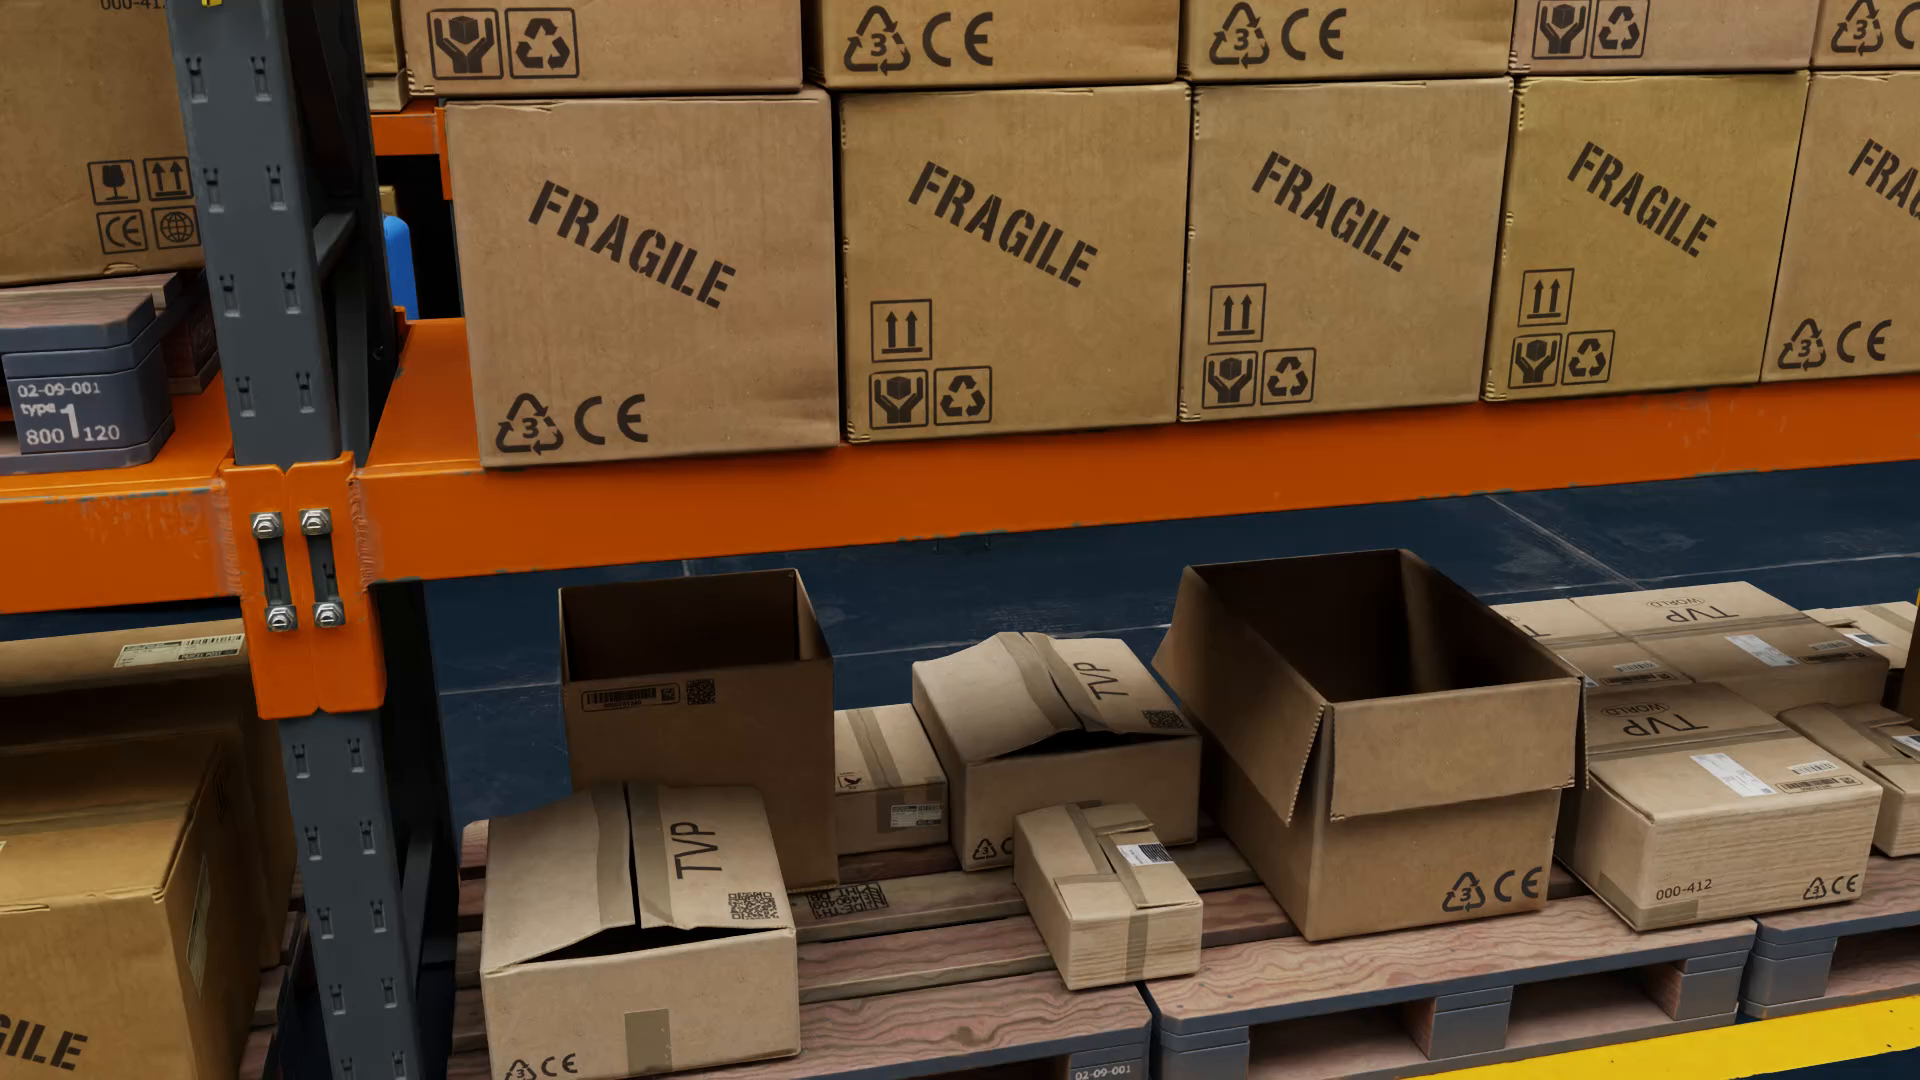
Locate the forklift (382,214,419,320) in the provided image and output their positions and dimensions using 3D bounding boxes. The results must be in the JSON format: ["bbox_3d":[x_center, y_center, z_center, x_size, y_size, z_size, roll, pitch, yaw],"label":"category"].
[{"bbox_3d":[-3.403,-1.330,5.185,3.031,2.935,1.130,-1,20,-2],"label":"forklift"}]

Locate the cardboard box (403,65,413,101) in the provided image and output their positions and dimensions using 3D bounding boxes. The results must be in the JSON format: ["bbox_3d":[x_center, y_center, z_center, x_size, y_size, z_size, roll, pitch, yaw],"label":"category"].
[{"bbox_3d":[-2.541,-2.024,7.315,0.250,0.149,0.380,-5,21,-14],"label":"cardboard box"}]

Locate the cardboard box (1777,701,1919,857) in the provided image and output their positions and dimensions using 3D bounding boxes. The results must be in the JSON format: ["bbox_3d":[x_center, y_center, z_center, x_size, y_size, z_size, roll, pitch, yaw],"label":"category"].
[{"bbox_3d":[1.979,0.500,3.569,0.250,0.166,0.380,-5,21,-12],"label":"cardboard box"}]

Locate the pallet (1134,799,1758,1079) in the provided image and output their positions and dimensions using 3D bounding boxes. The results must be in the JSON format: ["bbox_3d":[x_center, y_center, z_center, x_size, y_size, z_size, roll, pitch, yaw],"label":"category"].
[{"bbox_3d":[0.832,0.723,3.535,1.213,0.211,1.003,-5,21,-12],"label":"pallet"}]

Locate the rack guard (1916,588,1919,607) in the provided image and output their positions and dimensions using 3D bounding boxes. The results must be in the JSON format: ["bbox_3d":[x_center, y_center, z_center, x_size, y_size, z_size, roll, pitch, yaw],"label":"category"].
[{"bbox_3d":[2.793,0.428,3.918,0.348,0.500,1.175,-5,21,-12],"label":"rack guard"}]

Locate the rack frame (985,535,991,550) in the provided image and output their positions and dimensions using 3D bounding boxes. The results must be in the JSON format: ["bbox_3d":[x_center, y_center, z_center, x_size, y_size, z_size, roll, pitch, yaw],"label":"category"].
[{"bbox_3d":[0.075,-0.569,5.625,0.006,1.200,0.240,-5,21,-12],"label":"rack frame"}]

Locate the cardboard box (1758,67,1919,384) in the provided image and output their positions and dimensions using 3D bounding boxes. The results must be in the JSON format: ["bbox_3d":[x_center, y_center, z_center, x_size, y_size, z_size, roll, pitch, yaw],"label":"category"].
[{"bbox_3d":[1.503,-0.592,2.924,0.500,0.500,0.500,-4,21,-12],"label":"cardboard box"}]

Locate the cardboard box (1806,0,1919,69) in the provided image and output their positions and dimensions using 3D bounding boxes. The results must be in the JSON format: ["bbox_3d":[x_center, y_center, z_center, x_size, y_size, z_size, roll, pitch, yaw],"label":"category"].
[{"bbox_3d":[1.502,-1.058,2.742,0.500,0.500,0.500,-4,21,-11],"label":"cardboard box"}]

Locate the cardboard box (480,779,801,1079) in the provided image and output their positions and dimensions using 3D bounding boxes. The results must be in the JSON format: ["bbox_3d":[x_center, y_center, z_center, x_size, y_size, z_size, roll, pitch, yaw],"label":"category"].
[{"bbox_3d":[-0.568,0.660,2.920,0.500,0.311,0.500,-5,21,-12],"label":"cardboard box"}]

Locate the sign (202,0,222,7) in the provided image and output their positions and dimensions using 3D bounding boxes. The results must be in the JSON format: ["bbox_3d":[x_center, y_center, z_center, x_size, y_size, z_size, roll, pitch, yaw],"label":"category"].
[{"bbox_3d":[-0.895,-0.793,1.935,0.005,0.325,0.100,-5,21,-12],"label":"sign"}]

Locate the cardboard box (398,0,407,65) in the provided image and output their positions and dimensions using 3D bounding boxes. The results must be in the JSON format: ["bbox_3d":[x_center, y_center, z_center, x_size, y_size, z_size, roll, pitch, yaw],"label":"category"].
[{"bbox_3d":[-2.675,-2.337,7.225,0.500,0.500,0.500,-5,21,-14],"label":"cardboard box"}]

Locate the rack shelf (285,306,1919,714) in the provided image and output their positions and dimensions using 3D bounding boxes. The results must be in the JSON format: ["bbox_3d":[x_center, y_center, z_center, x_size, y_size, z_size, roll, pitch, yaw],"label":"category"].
[{"bbox_3d":[0.920,-0.255,3.196,4.000,0.370,1.077,-5,21,-12],"label":"rack shelf"}]

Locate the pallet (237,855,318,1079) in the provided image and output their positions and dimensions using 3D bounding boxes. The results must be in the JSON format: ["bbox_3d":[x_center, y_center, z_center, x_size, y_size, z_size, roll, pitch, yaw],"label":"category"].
[{"bbox_3d":[-1.809,0.952,2.910,1.213,0.211,1.003,-5,21,-12],"label":"pallet"}]

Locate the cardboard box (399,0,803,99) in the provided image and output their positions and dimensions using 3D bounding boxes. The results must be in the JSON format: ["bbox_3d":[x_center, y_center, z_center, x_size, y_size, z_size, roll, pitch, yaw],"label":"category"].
[{"bbox_3d":[-0.503,-0.894,2.296,0.500,0.500,0.500,-4,21,-11],"label":"cardboard box"}]

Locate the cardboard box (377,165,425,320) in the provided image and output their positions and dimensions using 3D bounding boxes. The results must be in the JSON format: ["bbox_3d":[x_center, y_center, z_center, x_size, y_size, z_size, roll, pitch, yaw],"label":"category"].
[{"bbox_3d":[-2.772,-1.185,7.204,0.750,0.750,0.750,-4,21,-12],"label":"cardboard box"}]

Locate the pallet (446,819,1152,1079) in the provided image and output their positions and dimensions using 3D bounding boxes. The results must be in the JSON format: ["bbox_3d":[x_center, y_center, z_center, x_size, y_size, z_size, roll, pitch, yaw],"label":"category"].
[{"bbox_3d":[-0.357,0.821,3.268,1.213,0.211,1.003,-5,21,-12],"label":"pallet"}]

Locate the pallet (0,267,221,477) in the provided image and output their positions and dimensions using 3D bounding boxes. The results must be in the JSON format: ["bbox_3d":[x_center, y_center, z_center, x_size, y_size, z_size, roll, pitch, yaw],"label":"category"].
[{"bbox_3d":[-1.829,-0.318,2.601,1.213,0.211,1.003,-5,21,-12],"label":"pallet"}]

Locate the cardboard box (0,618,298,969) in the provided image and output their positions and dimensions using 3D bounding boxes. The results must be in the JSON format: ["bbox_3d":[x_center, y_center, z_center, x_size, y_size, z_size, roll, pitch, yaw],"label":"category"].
[{"bbox_3d":[-1.553,0.489,3.113,0.500,0.500,0.500,-6,21,-15],"label":"cardboard box"}]

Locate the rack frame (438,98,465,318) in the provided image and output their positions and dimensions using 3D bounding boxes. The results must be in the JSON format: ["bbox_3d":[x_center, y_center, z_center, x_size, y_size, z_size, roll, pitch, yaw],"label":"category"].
[{"bbox_3d":[-2.169,-2.093,7.166,0.127,3.000,1.000,-5,21,-12],"label":"rack frame"}]

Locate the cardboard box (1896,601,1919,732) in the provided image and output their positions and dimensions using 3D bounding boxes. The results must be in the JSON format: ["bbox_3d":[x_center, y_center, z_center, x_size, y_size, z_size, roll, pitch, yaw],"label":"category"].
[{"bbox_3d":[2.394,0.341,3.516,0.500,0.500,0.500,-5,21,-12],"label":"cardboard box"}]

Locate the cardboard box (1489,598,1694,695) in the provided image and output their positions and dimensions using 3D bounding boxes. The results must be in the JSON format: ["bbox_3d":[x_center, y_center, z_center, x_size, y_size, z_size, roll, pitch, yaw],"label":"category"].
[{"bbox_3d":[1.299,0.360,3.828,0.500,0.250,0.500,-5,21,-12],"label":"cardboard box"}]

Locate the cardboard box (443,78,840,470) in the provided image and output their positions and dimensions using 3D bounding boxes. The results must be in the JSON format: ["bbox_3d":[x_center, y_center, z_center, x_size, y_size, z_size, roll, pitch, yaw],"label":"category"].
[{"bbox_3d":[-0.467,-0.431,2.484,0.500,0.500,0.500,-4,21,-11],"label":"cardboard box"}]

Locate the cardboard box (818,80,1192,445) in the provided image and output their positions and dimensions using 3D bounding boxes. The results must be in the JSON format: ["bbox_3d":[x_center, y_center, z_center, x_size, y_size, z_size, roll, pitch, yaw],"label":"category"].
[{"bbox_3d":[0.030,-0.472,2.598,0.500,0.500,0.500,-4,21,-12],"label":"cardboard box"}]

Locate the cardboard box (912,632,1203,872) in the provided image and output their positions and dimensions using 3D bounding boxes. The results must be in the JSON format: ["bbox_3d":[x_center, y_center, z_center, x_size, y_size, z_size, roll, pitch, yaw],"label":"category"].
[{"bbox_3d":[0.193,0.422,3.572,0.500,0.311,0.500,-5,21,-12],"label":"cardboard box"}]

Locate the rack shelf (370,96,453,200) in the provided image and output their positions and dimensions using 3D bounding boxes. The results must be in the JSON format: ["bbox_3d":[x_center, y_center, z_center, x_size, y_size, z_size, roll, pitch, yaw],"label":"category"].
[{"bbox_3d":[-4.116,-1.596,6.858,4.000,0.370,1.077,-5,21,-12],"label":"rack shelf"}]

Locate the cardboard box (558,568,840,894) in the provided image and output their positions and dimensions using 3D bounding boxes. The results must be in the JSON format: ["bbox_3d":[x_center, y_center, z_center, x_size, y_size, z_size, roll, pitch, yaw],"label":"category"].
[{"bbox_3d":[-0.537,0.392,3.377,0.500,0.500,0.500,-5,21,-12],"label":"cardboard box"}]

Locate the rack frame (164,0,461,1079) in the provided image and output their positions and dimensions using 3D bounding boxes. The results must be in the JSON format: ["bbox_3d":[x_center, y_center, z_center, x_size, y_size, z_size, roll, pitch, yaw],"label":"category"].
[{"bbox_3d":[-1.026,-0.435,2.640,0.127,3.000,1.000,-5,21,-12],"label":"rack frame"}]

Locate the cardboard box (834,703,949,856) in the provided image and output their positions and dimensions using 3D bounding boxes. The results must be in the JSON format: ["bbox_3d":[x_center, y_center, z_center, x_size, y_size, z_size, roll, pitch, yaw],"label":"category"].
[{"bbox_3d":[-0.186,0.508,3.573,0.250,0.149,0.380,-5,21,-12],"label":"cardboard box"}]

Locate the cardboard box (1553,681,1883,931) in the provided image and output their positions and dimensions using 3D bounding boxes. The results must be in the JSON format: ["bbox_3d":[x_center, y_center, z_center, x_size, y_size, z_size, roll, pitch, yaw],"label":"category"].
[{"bbox_3d":[1.463,0.524,3.382,0.500,0.250,0.500,-5,21,-12],"label":"cardboard box"}]

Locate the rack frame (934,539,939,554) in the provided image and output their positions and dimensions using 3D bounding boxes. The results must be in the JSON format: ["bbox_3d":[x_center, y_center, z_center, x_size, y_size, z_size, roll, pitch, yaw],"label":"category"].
[{"bbox_3d":[-0.103,-0.555,5.585,0.006,1.200,0.240,-5,21,-12],"label":"rack frame"}]

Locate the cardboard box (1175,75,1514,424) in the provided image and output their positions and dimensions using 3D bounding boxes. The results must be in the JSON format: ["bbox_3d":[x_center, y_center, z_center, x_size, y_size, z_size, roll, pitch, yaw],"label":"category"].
[{"bbox_3d":[0.518,-0.511,2.704,0.500,0.500,0.500,-5,21,-13],"label":"cardboard box"}]

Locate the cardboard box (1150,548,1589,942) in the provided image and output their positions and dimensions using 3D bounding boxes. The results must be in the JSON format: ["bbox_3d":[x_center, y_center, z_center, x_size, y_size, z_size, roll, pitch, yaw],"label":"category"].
[{"bbox_3d":[0.801,0.380,3.405,0.637,0.503,0.797,-5,21,-12],"label":"cardboard box"}]

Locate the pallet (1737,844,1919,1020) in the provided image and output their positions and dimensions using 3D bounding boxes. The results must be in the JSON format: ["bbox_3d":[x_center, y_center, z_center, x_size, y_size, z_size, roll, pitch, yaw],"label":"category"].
[{"bbox_3d":[2.017,0.628,3.795,1.213,0.211,1.003,-5,21,-12],"label":"pallet"}]

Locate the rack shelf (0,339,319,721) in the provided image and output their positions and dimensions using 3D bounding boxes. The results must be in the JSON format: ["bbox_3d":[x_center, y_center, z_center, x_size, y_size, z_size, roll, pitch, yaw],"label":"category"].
[{"bbox_3d":[-2.972,0.061,2.332,4.000,0.370,1.077,-5,21,-12],"label":"rack shelf"}]

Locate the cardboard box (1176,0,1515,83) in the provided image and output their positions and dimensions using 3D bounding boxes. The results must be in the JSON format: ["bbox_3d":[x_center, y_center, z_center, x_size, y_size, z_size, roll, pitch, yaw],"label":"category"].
[{"bbox_3d":[0.500,-0.976,2.518,0.500,0.500,0.500,-5,21,-14],"label":"cardboard box"}]

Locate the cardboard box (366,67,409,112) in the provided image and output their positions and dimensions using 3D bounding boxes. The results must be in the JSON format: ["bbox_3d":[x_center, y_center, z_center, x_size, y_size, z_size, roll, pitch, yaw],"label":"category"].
[{"bbox_3d":[-2.433,-1.862,6.874,0.250,0.149,0.380,-4,21,-12],"label":"cardboard box"}]

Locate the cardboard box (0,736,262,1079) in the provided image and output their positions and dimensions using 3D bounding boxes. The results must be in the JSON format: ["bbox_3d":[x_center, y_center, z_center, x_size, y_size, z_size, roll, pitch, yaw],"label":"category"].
[{"bbox_3d":[-1.440,0.667,2.626,0.500,0.500,0.500,-5,21,-13],"label":"cardboard box"}]

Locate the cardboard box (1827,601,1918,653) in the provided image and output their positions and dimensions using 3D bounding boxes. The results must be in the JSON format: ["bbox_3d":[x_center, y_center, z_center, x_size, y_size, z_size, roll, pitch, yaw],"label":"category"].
[{"bbox_3d":[2.380,0.299,4.143,0.250,0.149,0.380,-5,21,-12],"label":"cardboard box"}]

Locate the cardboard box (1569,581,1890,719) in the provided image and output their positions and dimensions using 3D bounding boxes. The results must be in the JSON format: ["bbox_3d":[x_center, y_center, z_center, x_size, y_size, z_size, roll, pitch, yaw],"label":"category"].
[{"bbox_3d":[1.786,0.321,3.936,0.500,0.250,0.500,-5,21,-12],"label":"cardboard box"}]

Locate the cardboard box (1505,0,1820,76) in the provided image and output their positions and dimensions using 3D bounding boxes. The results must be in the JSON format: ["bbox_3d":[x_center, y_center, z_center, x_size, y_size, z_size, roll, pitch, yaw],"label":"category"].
[{"bbox_3d":[1.002,-1.017,2.631,0.500,0.500,0.500,-4,20,-11],"label":"cardboard box"}]

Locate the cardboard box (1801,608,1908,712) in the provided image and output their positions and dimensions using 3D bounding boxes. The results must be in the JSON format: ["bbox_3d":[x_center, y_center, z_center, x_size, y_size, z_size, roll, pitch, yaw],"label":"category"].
[{"bbox_3d":[2.137,0.310,4.086,0.250,0.166,0.380,-5,21,-12],"label":"cardboard box"}]

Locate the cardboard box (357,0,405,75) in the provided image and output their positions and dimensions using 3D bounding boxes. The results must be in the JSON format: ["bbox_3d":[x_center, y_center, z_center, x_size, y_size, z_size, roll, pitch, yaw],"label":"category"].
[{"bbox_3d":[-2.561,-2.168,6.764,0.500,0.500,0.500,-5,21,-13],"label":"cardboard box"}]

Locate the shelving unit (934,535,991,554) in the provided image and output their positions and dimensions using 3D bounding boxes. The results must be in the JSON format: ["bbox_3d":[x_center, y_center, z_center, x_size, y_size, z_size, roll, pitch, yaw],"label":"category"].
[{"bbox_3d":[-0.014,-0.562,5.605,0.189,1.200,0.258,-5,21,-12],"label":"shelving unit"}]

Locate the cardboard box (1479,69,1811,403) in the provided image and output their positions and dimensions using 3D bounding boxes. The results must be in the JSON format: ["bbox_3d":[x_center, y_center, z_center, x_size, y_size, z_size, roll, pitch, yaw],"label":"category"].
[{"bbox_3d":[1.012,-0.552,2.815,0.500,0.500,0.500,-5,21,-13],"label":"cardboard box"}]

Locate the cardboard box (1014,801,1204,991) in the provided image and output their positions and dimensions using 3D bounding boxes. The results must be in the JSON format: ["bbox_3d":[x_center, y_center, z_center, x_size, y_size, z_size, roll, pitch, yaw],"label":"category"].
[{"bbox_3d":[0.272,0.656,3.141,0.250,0.166,0.380,-5,21,-12],"label":"cardboard box"}]

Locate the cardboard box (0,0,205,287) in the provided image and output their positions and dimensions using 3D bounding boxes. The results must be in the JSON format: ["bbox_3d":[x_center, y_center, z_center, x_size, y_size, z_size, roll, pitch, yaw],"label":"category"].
[{"bbox_3d":[-1.538,-0.716,2.653,0.500,0.500,0.700,-13,24,-31],"label":"cardboard box"}]

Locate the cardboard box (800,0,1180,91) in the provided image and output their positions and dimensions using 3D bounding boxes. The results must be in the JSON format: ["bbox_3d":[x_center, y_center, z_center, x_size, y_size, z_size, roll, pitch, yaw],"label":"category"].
[{"bbox_3d":[-0.001,-0.935,2.408,0.500,0.500,0.500,-5,21,-14],"label":"cardboard box"}]
